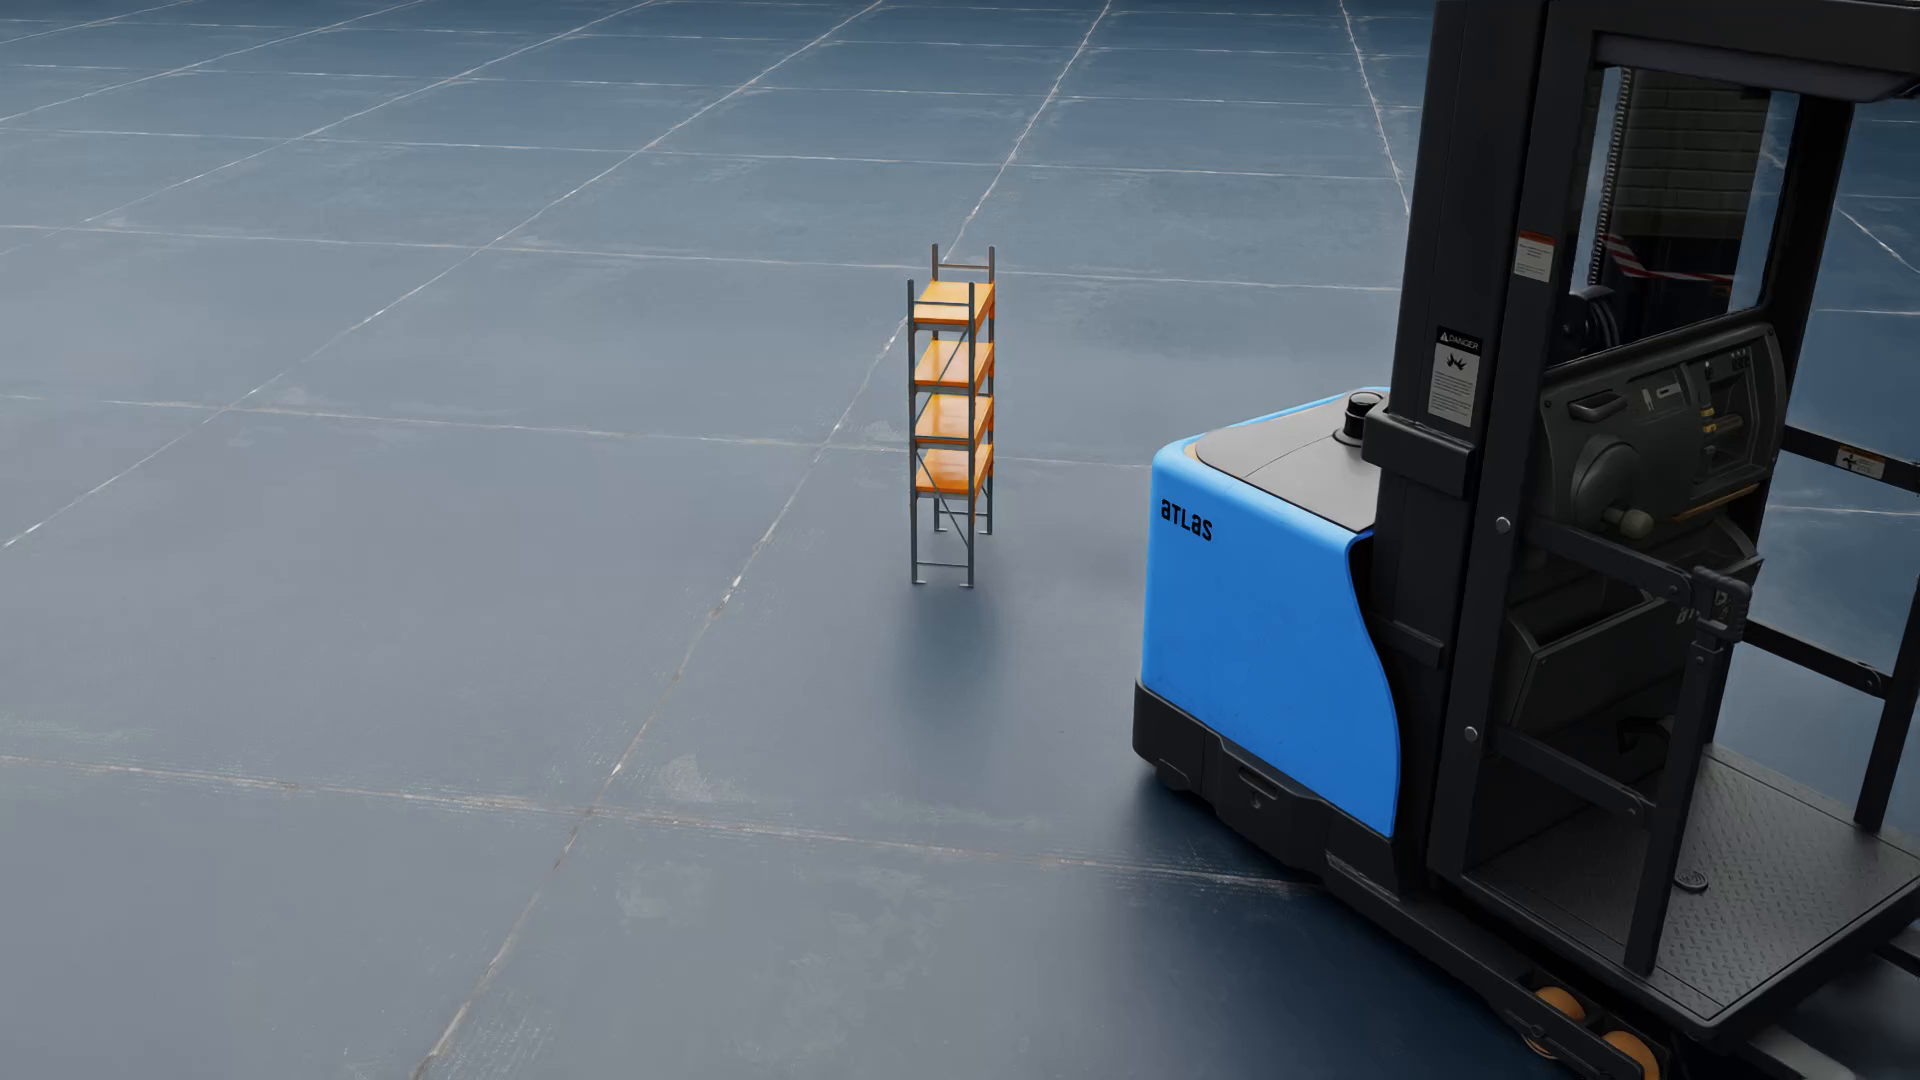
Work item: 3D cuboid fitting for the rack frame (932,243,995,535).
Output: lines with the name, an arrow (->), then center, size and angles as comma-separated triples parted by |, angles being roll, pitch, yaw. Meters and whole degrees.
rack frame -> 0.013, -0.576, 6.566 | 0.240, 1.200, 0.015 | 4, 25, 9

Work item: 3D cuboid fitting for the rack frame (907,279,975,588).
rack frame -> -0.067, -0.372, 6.130 | 0.240, 1.200, 0.015 | 4, 25, 9

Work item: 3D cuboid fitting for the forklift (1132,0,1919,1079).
forklift -> 1.800, -0.233, 3.791 | 1.130, 2.935, 3.031 | -17, 30, -32

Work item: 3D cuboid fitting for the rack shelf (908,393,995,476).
rack shelf -> -0.027, -0.413, 6.376 | 0.258, 0.148, 0.480 | 4, 25, 9

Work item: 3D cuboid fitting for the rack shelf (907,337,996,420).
rack shelf -> -0.027, -0.616, 6.281 | 0.258, 0.148, 0.480 | 4, 25, 9

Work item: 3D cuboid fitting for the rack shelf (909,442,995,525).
rack shelf -> -0.027, -0.233, 6.460 | 0.258, 0.148, 0.480 | 4, 25, 9

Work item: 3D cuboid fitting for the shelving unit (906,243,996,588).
shelving unit -> -0.027, -0.474, 6.348 | 0.258, 1.200, 0.503 | 4, 25, 9

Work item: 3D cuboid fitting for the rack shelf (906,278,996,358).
rack shelf -> -0.027, -0.830, 6.181 | 0.258, 0.148, 0.480 | 4, 25, 9
